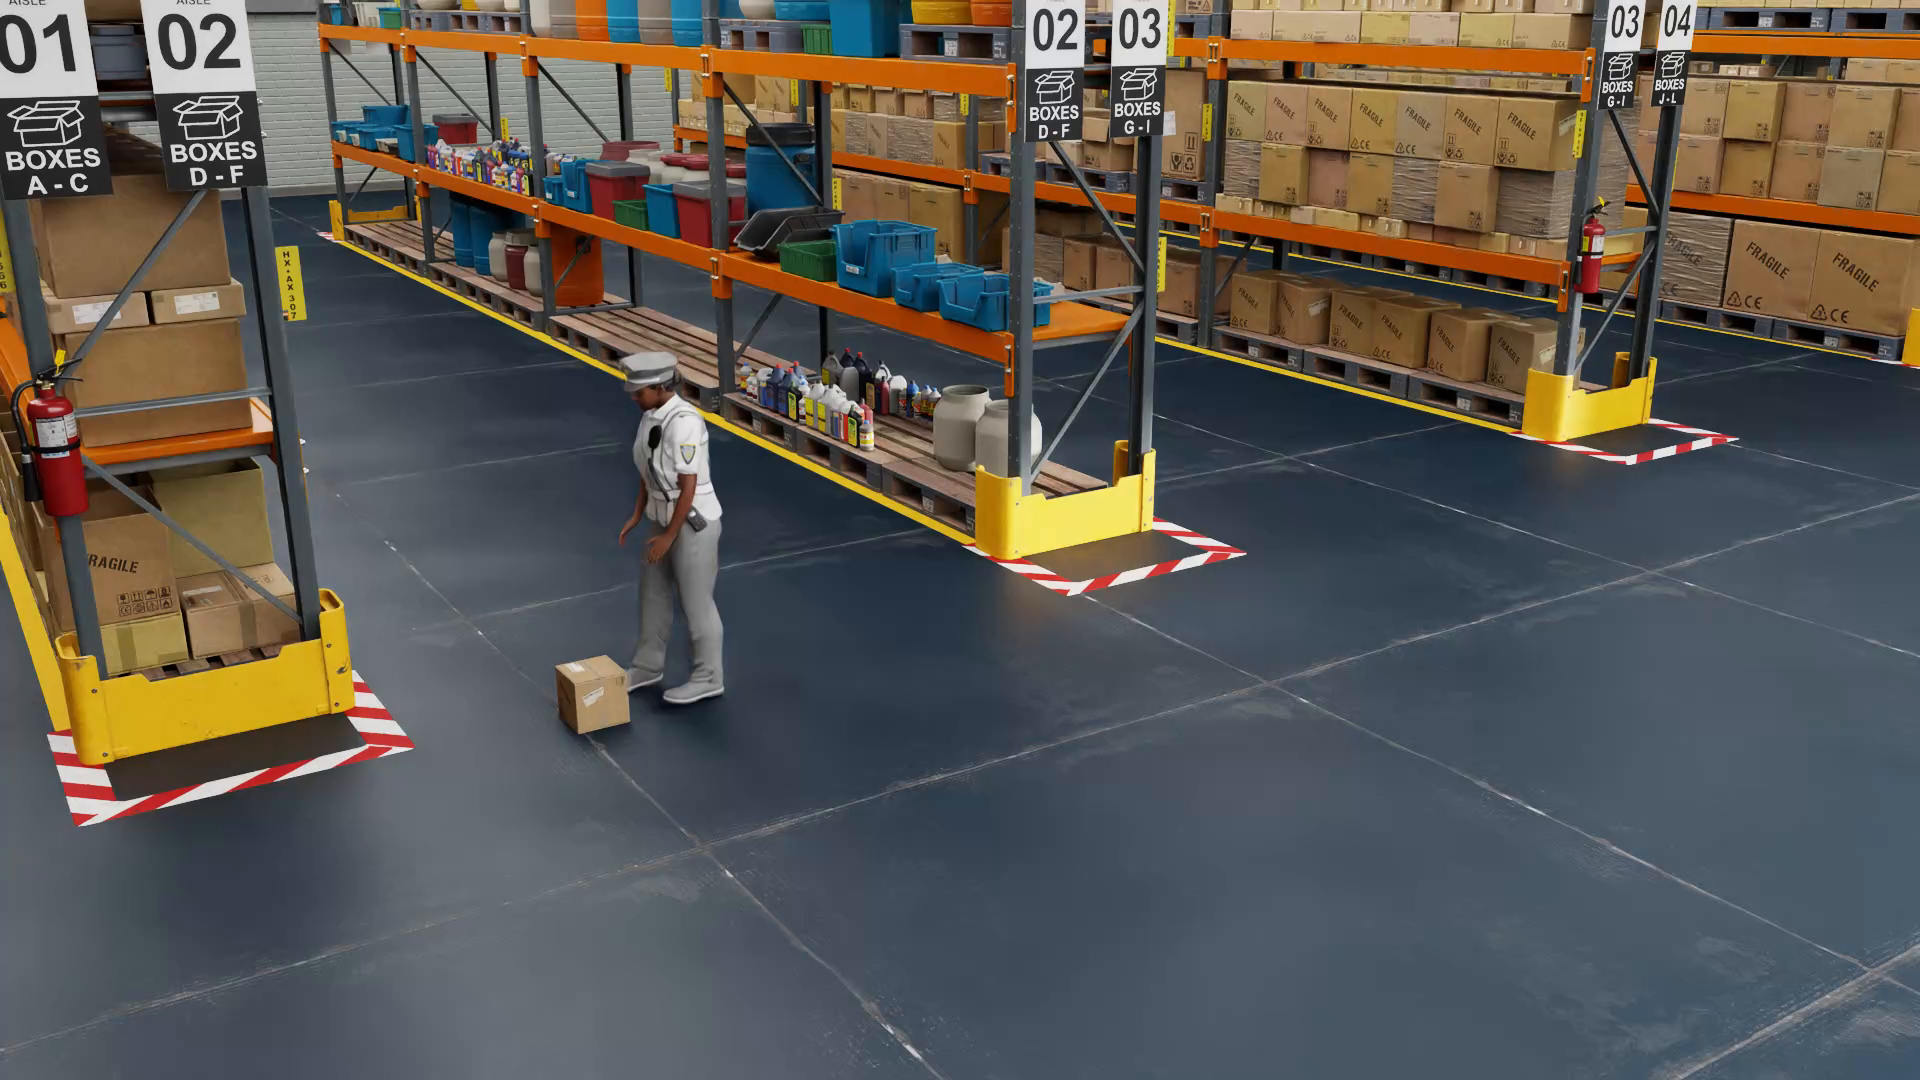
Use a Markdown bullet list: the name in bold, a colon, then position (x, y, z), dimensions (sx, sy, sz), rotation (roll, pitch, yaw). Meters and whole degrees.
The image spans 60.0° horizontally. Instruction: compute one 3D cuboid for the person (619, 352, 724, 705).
- **person**: position (-1.383, -0.048, 7.671), dimensions (0.525, 1.662, 0.506), rotation (-11, 21, -31)
